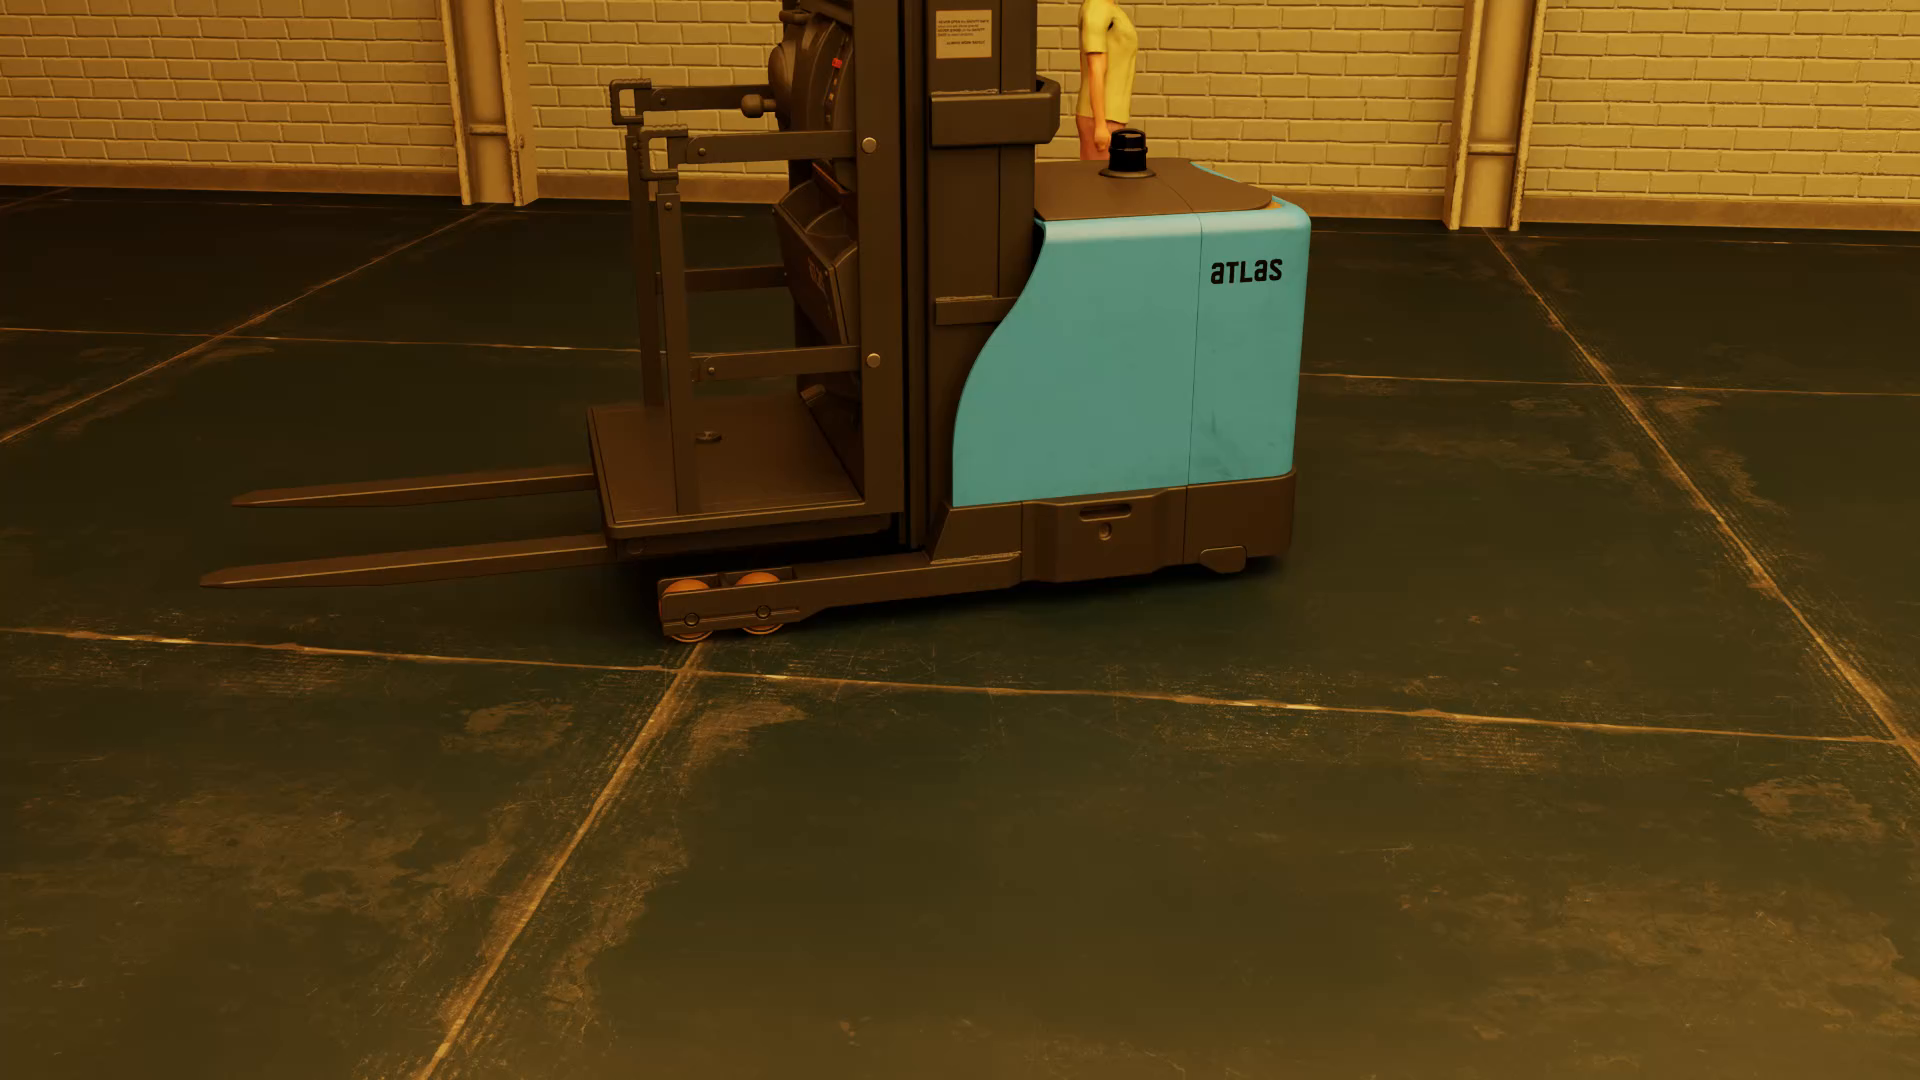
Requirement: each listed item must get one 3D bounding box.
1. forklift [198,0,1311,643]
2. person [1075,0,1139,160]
[{"bbox_3d":[-0.588,-1.301,4.485,3.031,2.935,1.130,-6,23,-14],"label":"forklift"},{"bbox_3d":[0.673,-1.942,7.762,0.368,1.673,0.433,1,22,2],"label":"person"}]
